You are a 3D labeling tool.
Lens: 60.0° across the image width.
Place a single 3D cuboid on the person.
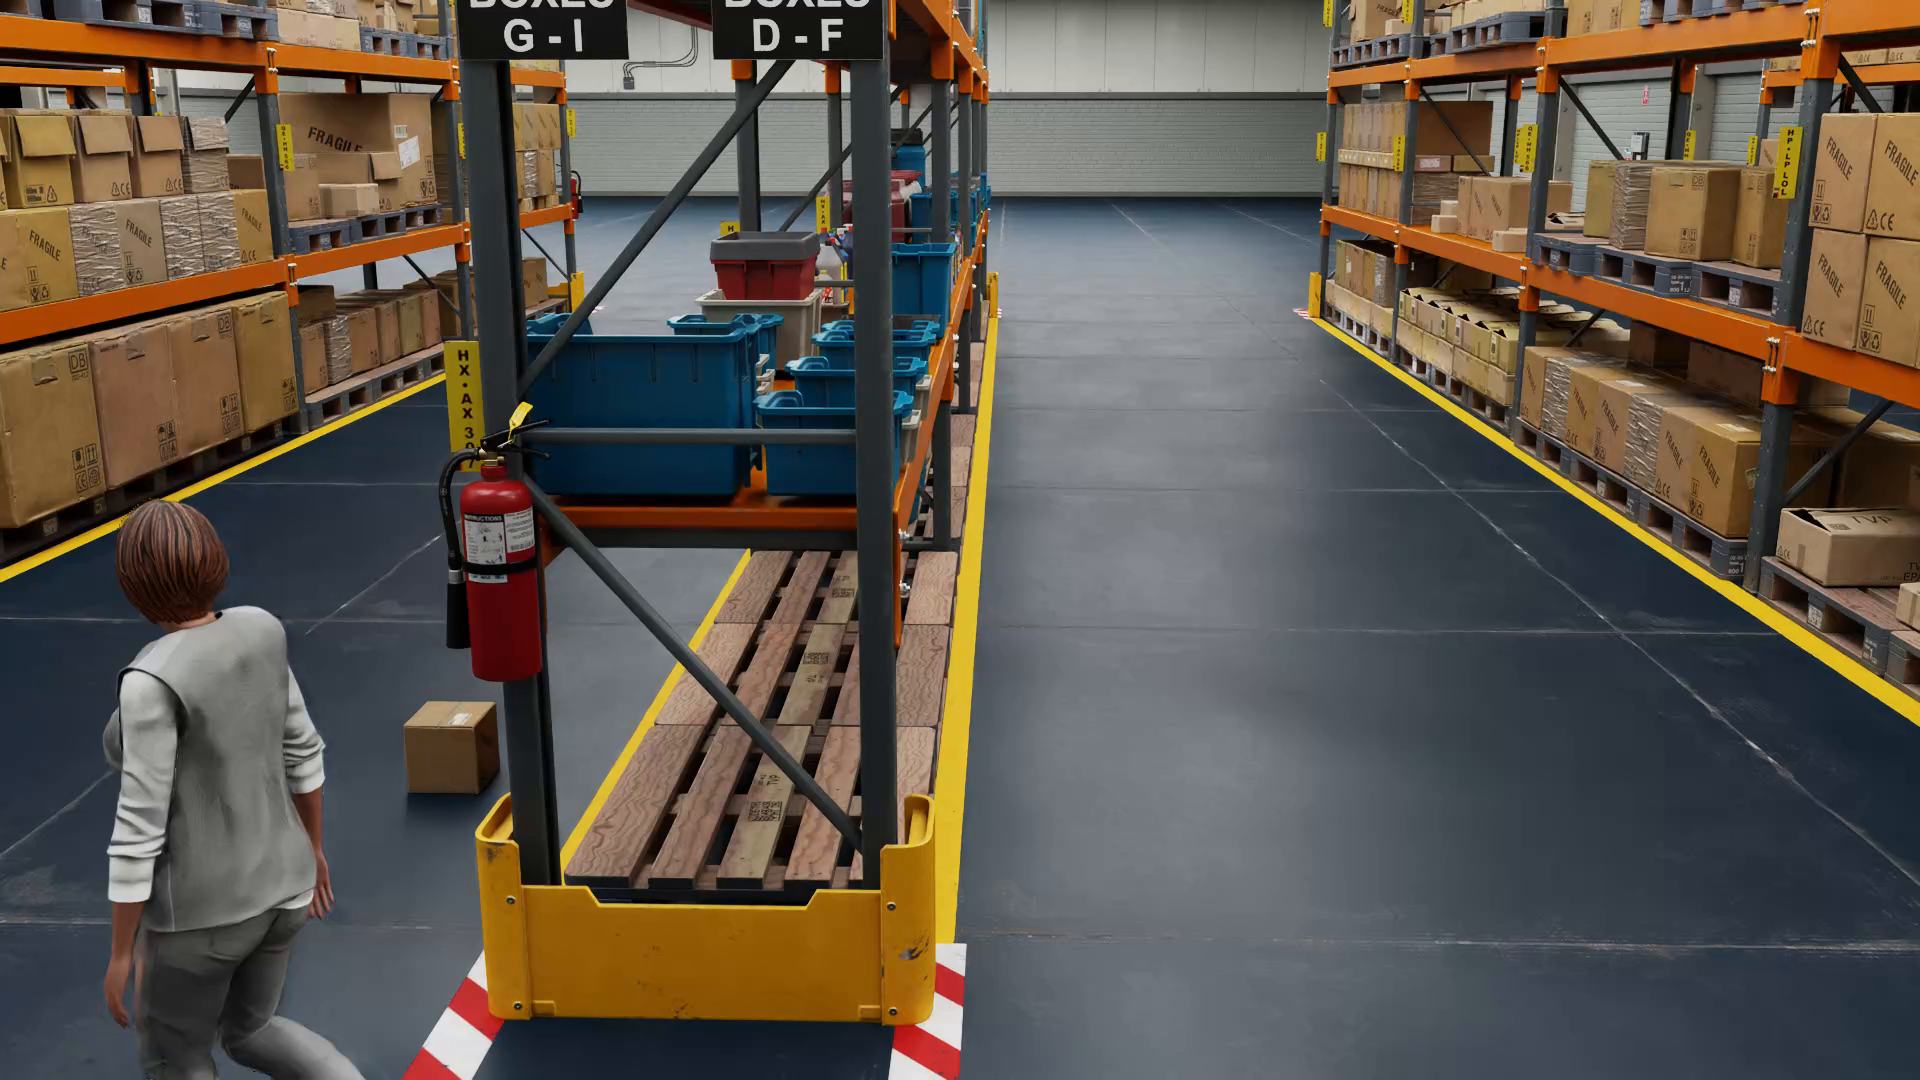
[{"bbox_3d":[-1.356,0.703,3.188,0.630,1.570,0.499,4,15,14],"label":"person"}]
